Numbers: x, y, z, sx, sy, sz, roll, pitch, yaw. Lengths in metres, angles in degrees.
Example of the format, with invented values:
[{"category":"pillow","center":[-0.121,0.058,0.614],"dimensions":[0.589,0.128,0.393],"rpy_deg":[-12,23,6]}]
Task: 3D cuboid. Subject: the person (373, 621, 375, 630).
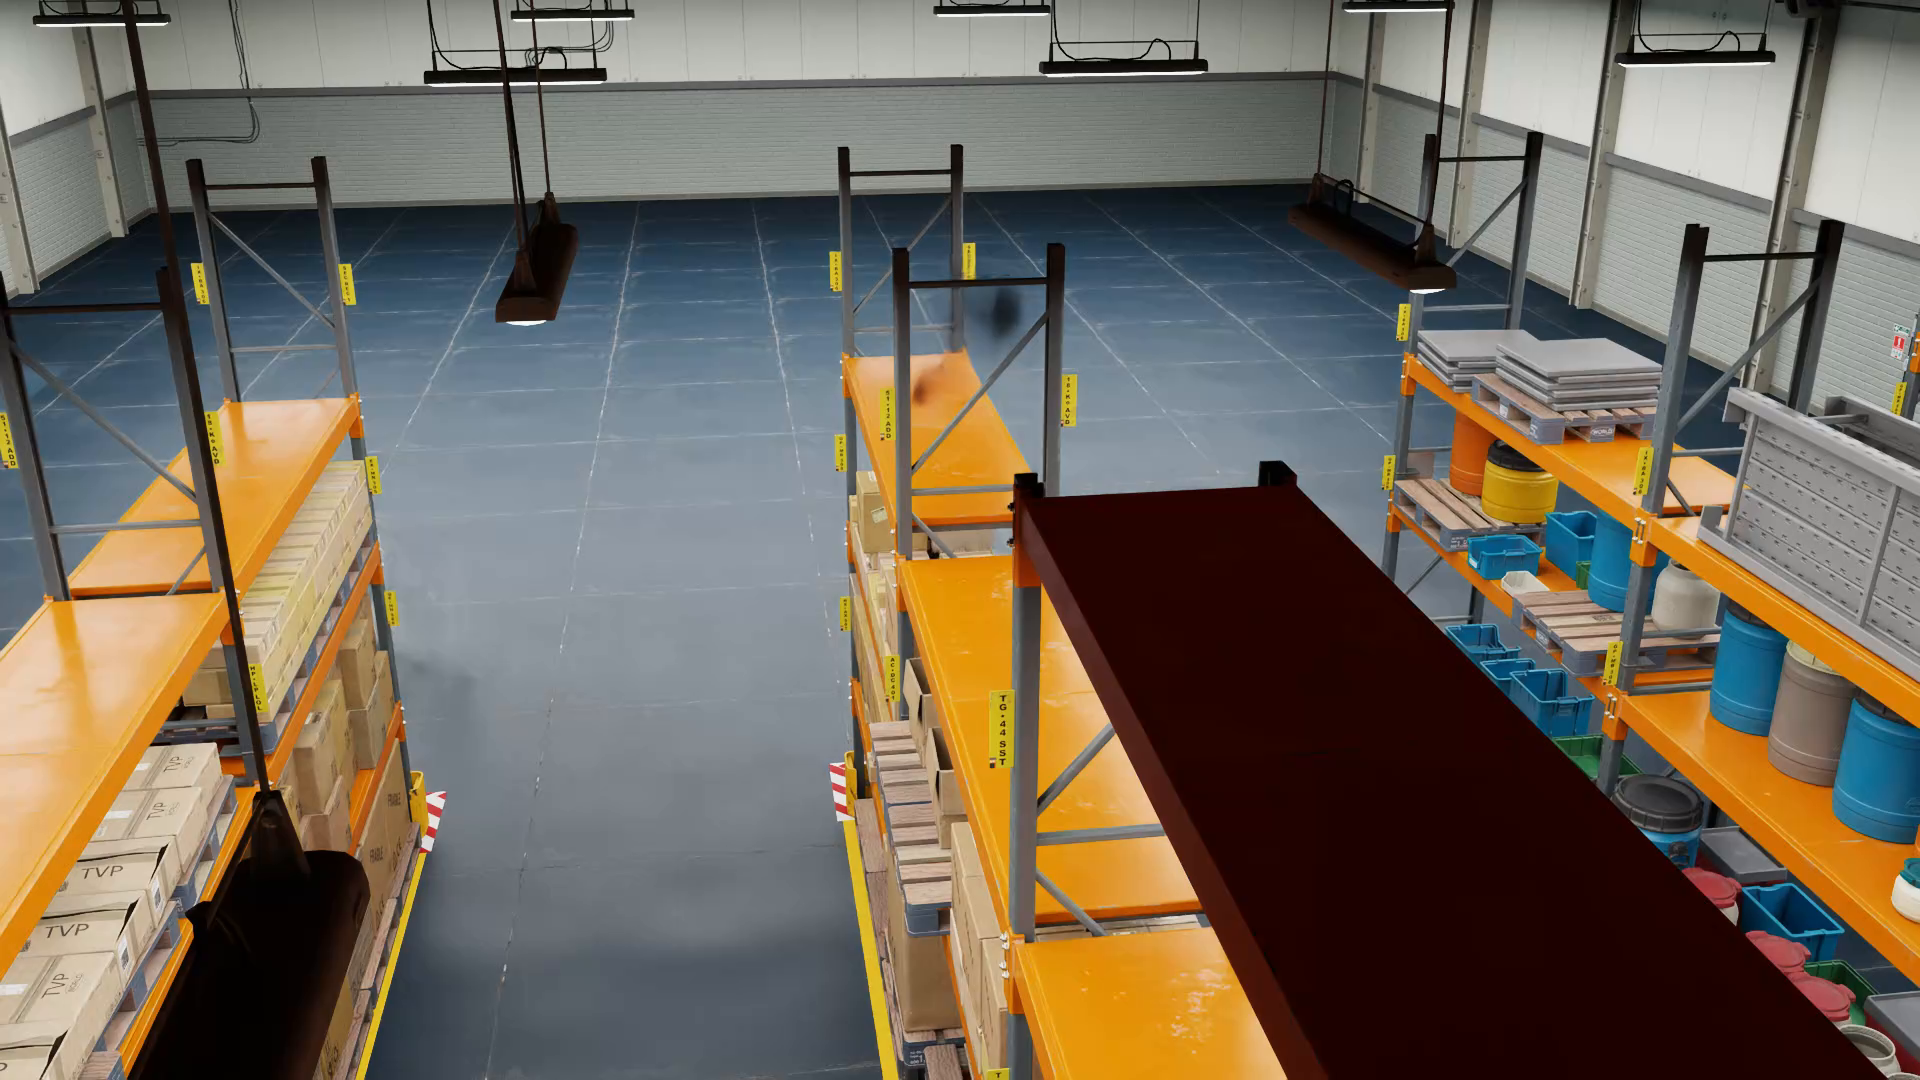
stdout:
[{"category":"person","center":[-6.984,0.344,18.704],"dimensions":[0.955,1.624,0.656],"rpy_deg":[16,27,36]}]
